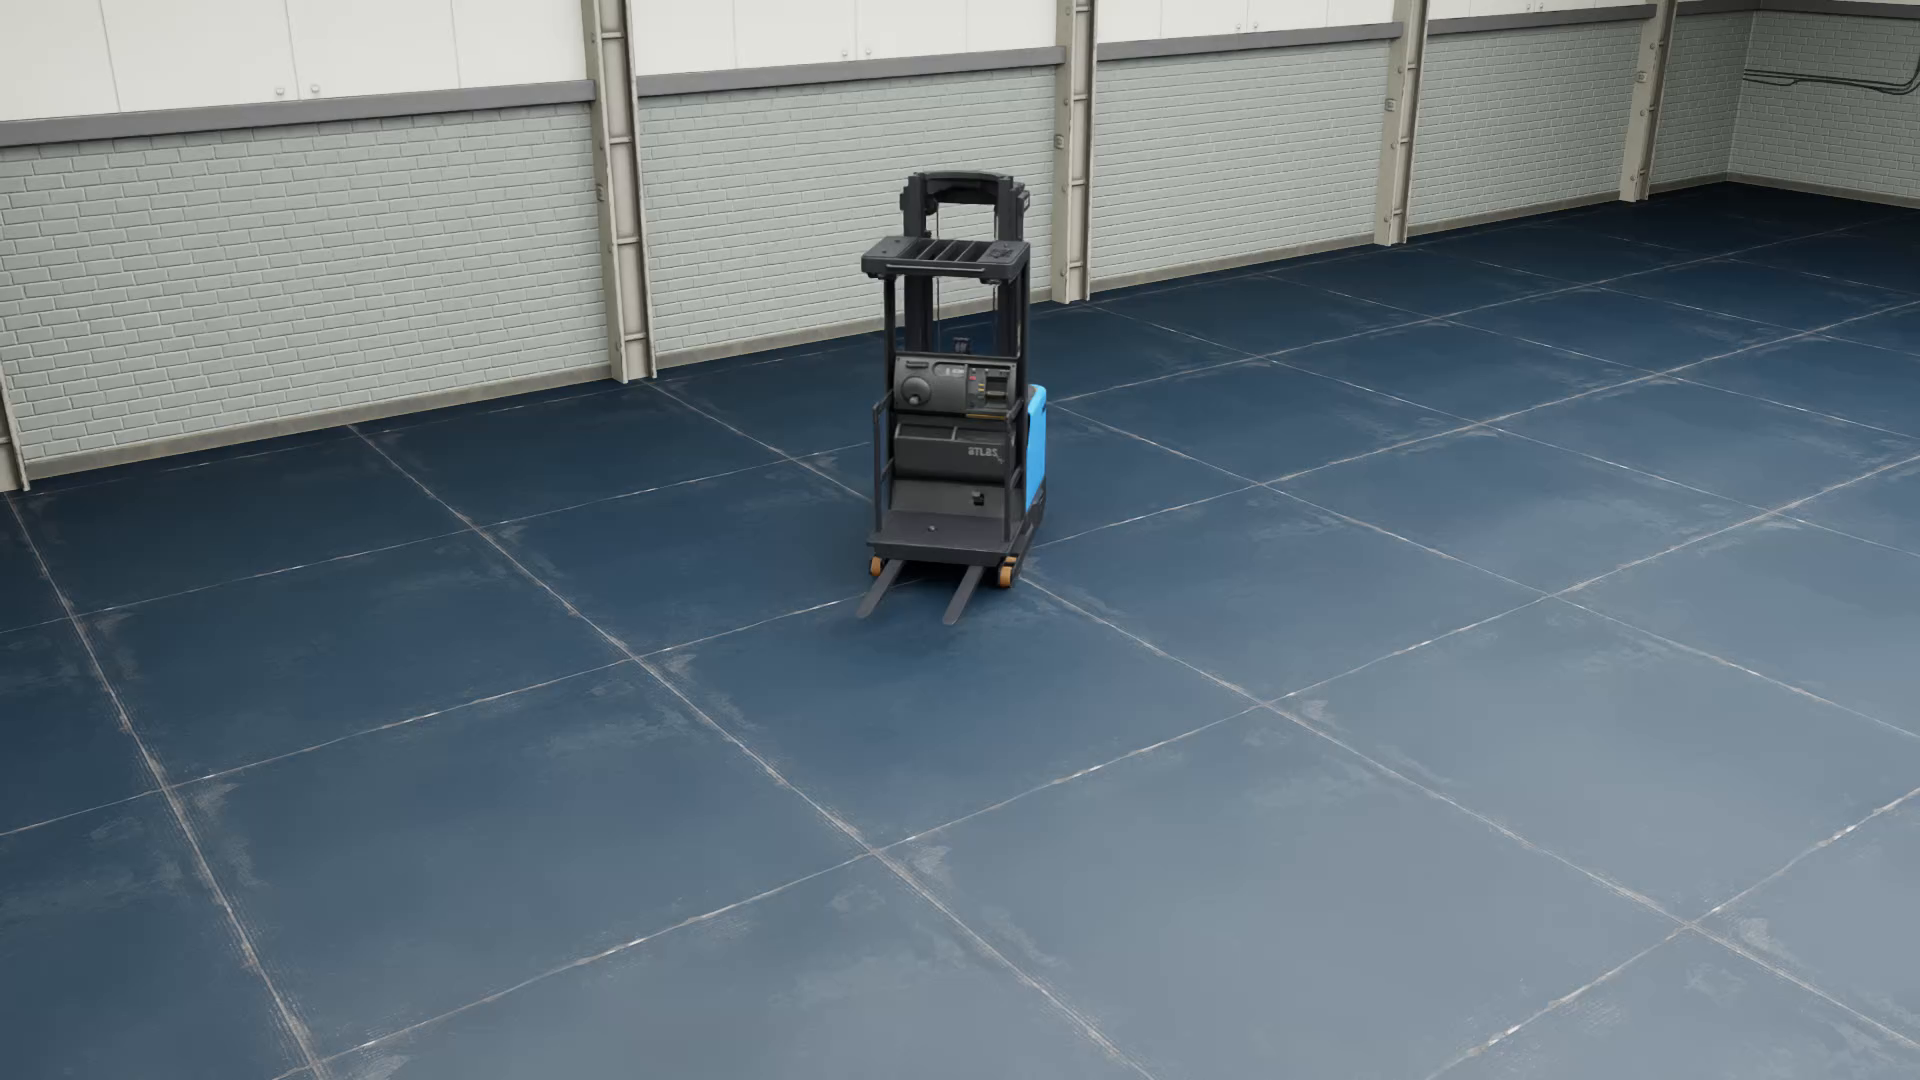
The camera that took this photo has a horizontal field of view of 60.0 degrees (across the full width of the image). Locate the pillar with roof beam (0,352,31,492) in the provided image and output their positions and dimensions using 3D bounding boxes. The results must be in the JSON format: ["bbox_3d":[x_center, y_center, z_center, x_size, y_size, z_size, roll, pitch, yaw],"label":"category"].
[{"bbox_3d":[-5.837,-3.326,9.589,0.400,9.000,9.100,-15,26,-33],"label":"pillar with roof beam"}]

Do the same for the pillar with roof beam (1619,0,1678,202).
[{"bbox_3d":[13.645,-8.520,22.607,0.400,9.000,9.100,-15,26,-33],"label":"pillar with roof beam"}]

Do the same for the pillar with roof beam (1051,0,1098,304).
[{"bbox_3d":[3.904,-5.923,16.098,0.400,9.000,9.100,-15,26,-33],"label":"pillar with roof beam"}]

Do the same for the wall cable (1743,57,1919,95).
[{"bbox_3d":[14.294,-8.613,27.029,0.112,2.526,3.097,-15,26,-33],"label":"wall cable"}]

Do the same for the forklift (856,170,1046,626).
[{"bbox_3d":[-0.078,-1.149,12.322,1.130,2.935,3.031,4,22,11],"label":"forklift"}]

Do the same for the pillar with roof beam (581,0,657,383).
[{"bbox_3d":[-0.967,-4.624,12.843,0.400,9.000,9.100,-15,26,-33],"label":"pillar with roof beam"}]

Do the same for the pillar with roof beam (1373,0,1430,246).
[{"bbox_3d":[8.774,-7.222,19.352,0.400,9.000,9.100,-15,26,-33],"label":"pillar with roof beam"}]
